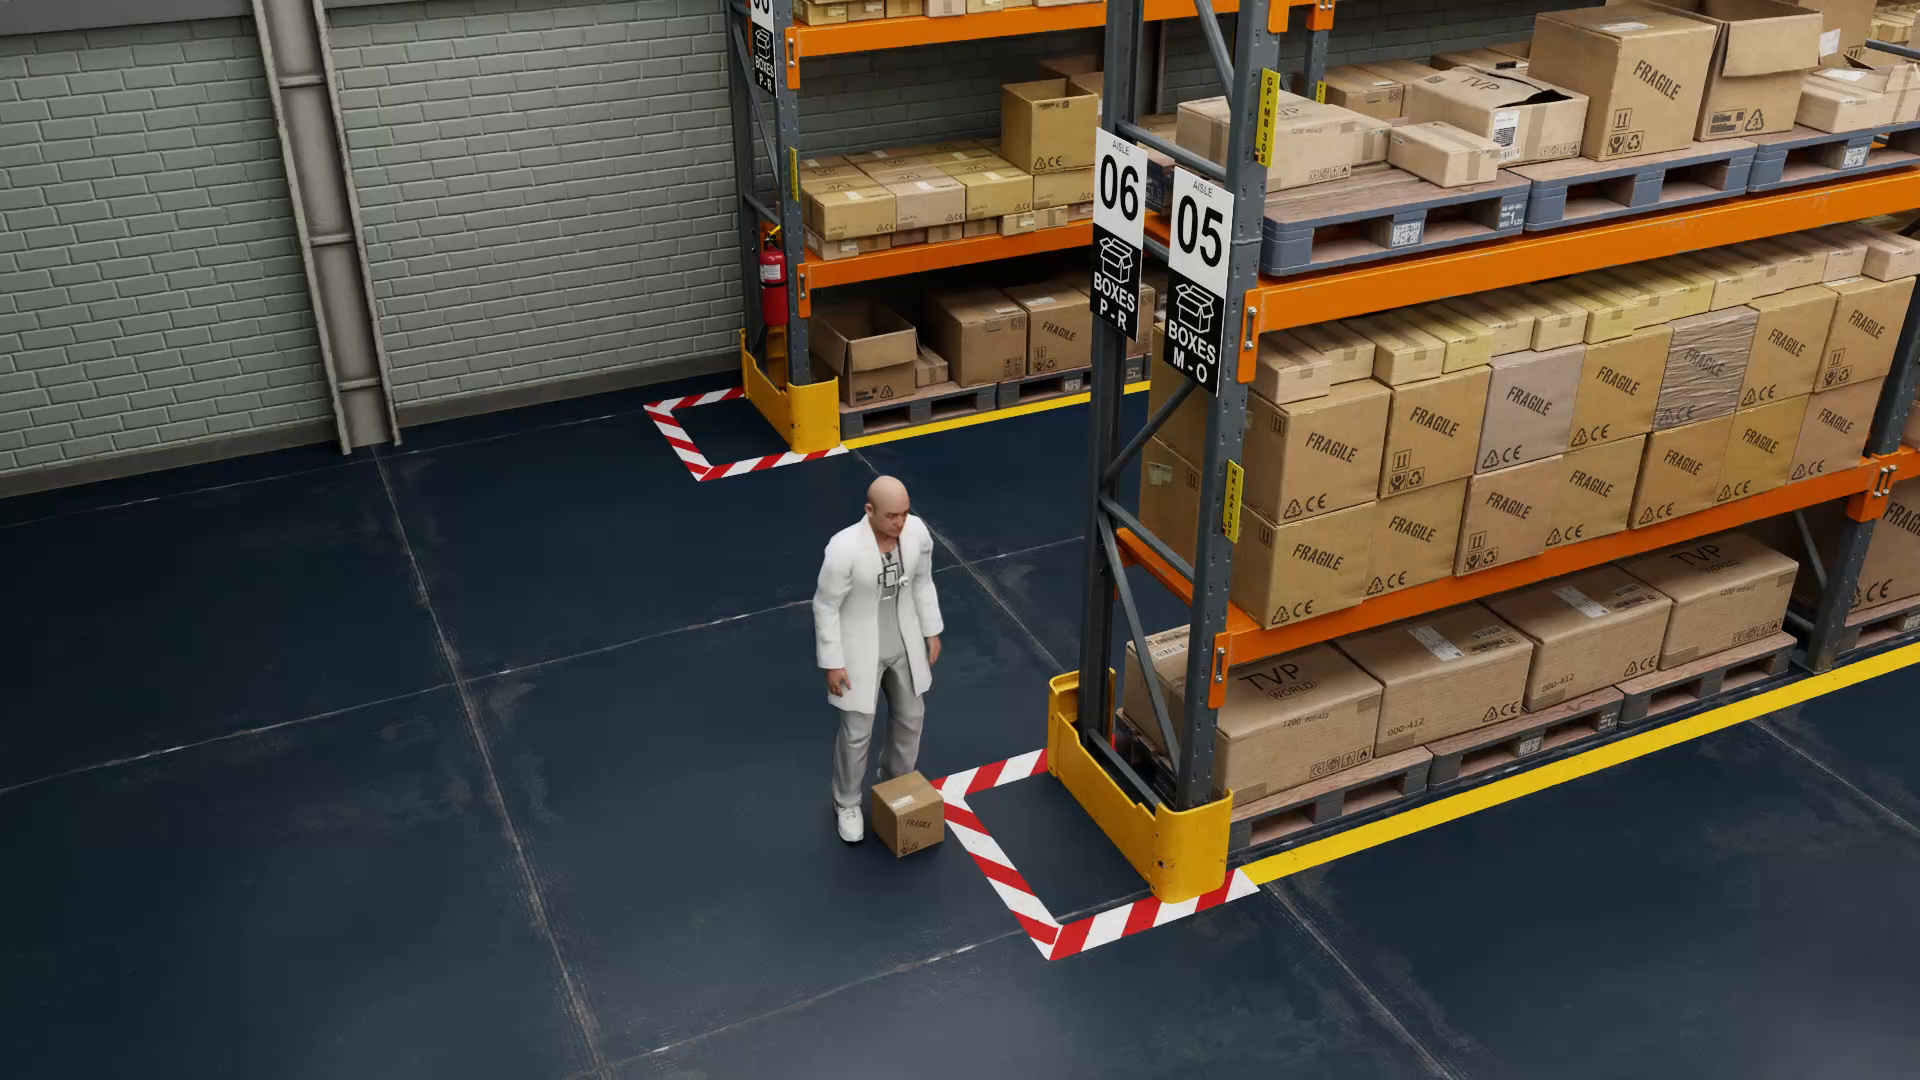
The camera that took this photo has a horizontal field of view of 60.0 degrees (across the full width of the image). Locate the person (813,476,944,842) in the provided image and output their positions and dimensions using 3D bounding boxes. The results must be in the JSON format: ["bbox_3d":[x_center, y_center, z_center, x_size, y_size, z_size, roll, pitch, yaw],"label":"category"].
[{"bbox_3d":[-0.357,0.504,7.567,0.640,1.773,0.414,-17,33,-28],"label":"person"}]
